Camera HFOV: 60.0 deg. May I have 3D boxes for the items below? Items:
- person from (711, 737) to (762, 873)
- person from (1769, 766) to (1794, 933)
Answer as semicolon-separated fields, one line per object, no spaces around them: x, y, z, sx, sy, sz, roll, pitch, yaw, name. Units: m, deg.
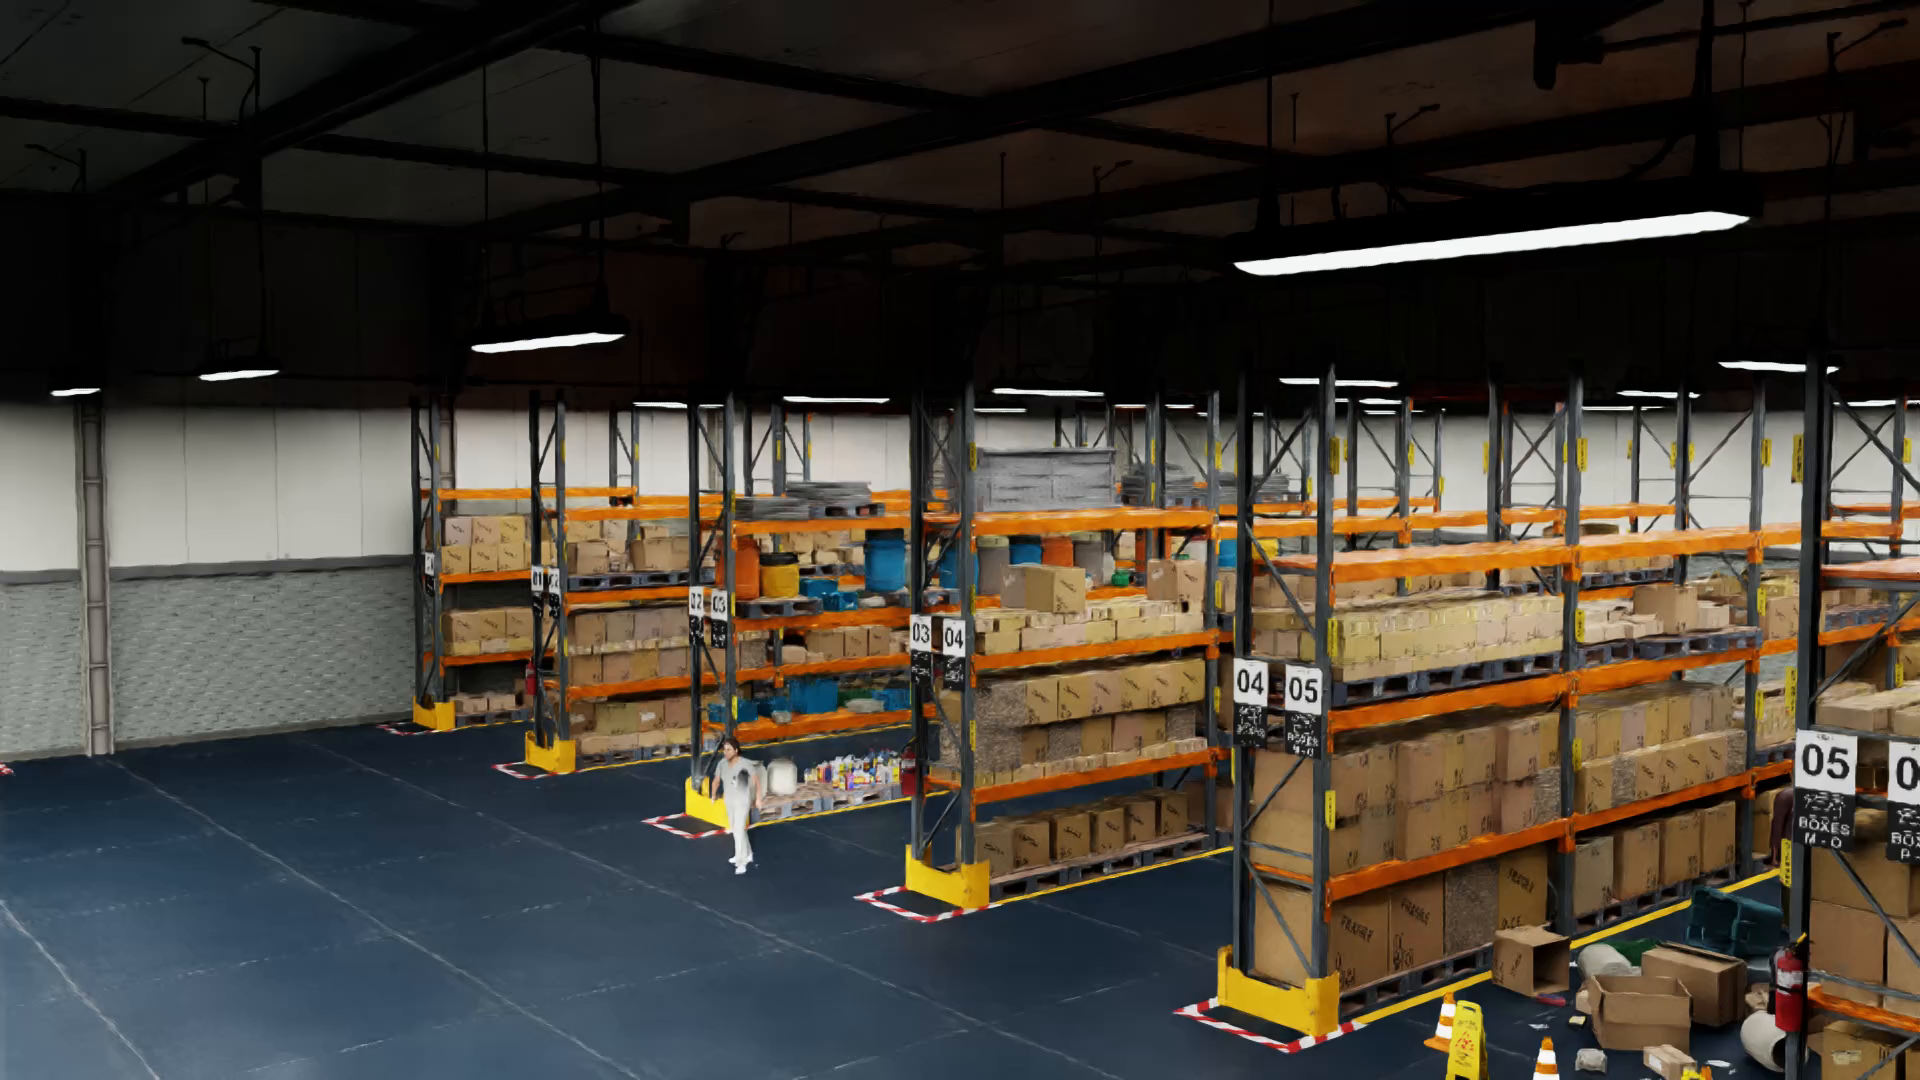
-2.673;3.168;20.091;0.600;1.612;0.774;2;4;29;person
8.801;3.223;17.564;0.636;1.782;0.551;-1;3;-9;person
